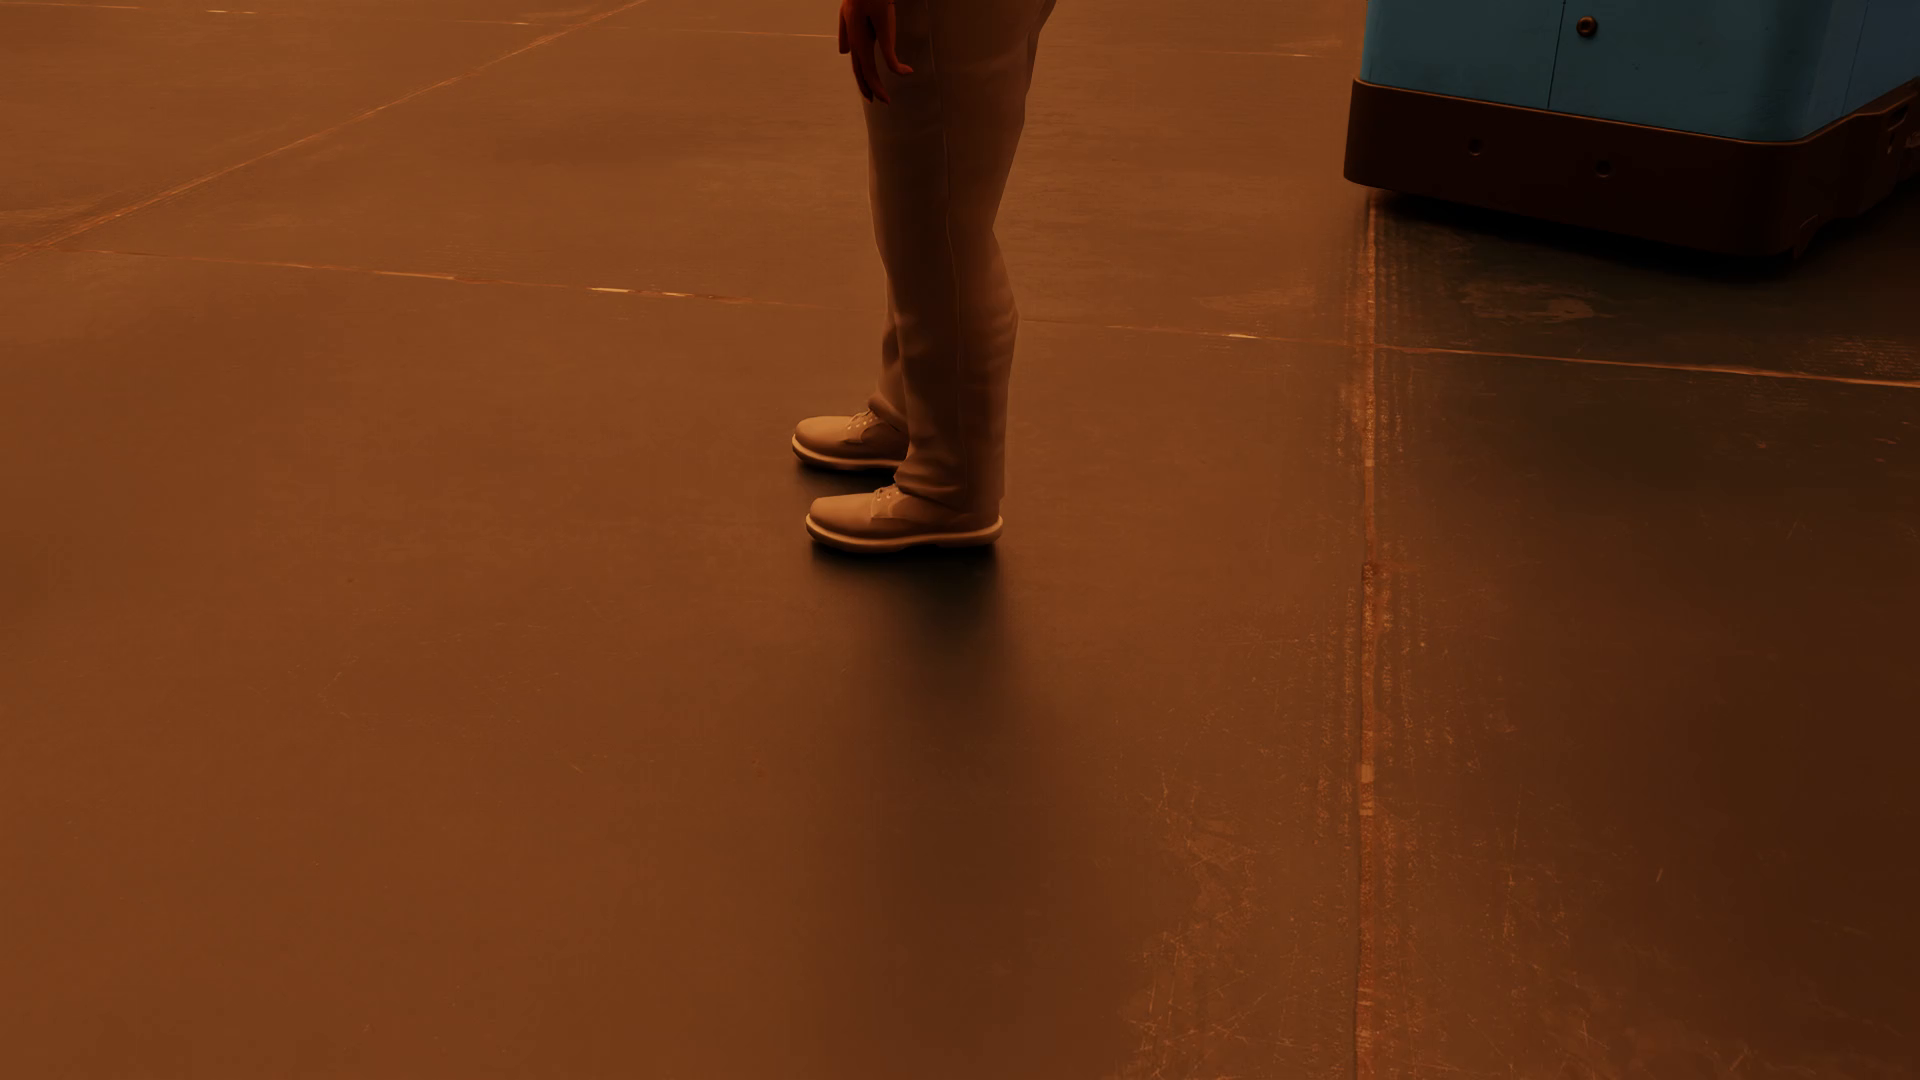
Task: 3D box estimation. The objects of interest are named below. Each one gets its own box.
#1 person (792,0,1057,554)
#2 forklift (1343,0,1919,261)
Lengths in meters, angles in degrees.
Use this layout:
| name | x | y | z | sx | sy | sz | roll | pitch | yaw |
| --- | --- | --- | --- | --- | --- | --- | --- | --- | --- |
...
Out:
| name | x | y | z | sx | sy | sz | roll | pitch | yaw |
| --- | --- | --- | --- | --- | --- | --- | --- | --- | --- |
| person | -0.069 | -0.778 | 2.147 | 0.528 | 1.694 | 0.570 | 6 | 27 | 11 |
| forklift | 2.304 | -2.493 | 4.188 | 1.130 | 2.935 | 3.031 | 22 | 34 | 36 |
